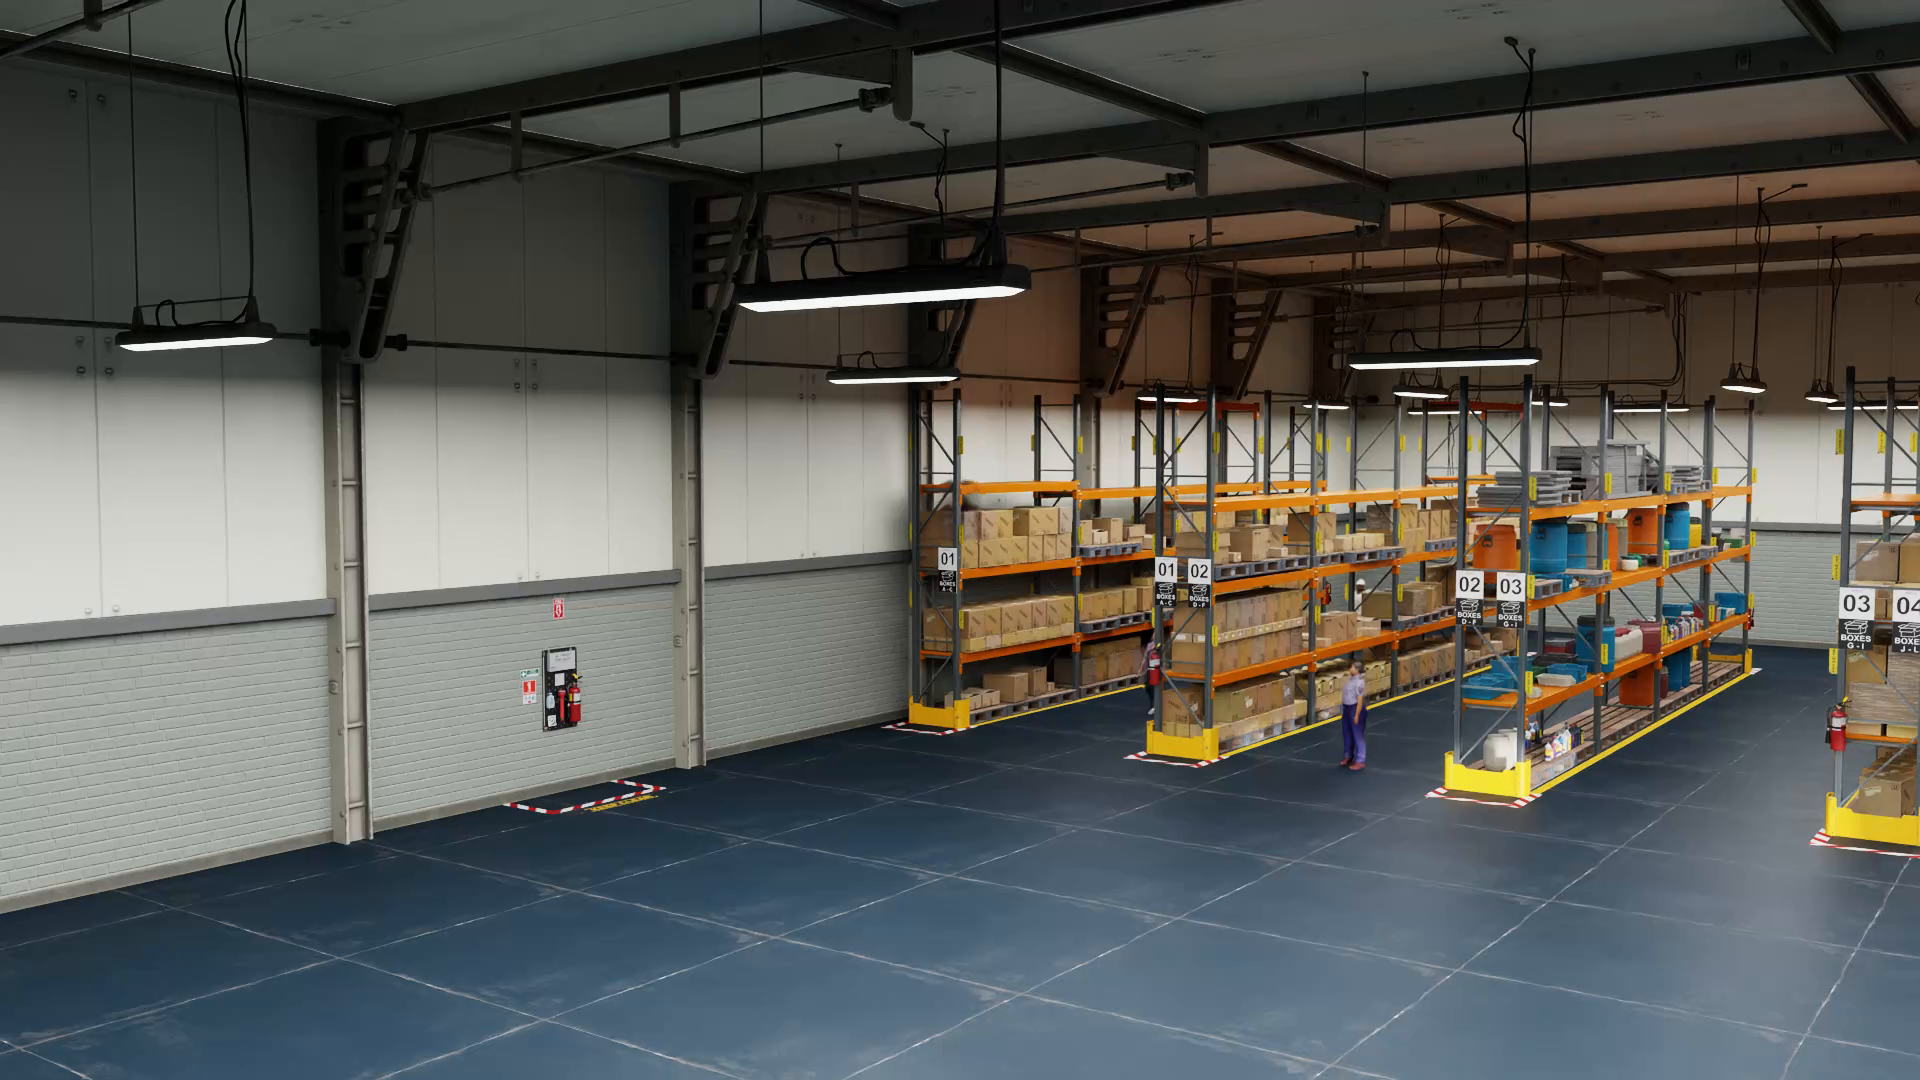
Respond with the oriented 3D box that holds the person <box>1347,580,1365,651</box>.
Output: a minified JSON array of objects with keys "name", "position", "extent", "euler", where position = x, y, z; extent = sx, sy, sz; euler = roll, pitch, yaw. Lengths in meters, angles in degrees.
[{"name":"person","position":[9.732,1.831,40.554],"extent":[0.605,1.729,1.013],"euler":[3,4,41]}]

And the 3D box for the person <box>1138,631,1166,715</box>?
[{"name":"person","position":[3.612,2.455,31.078],"extent":[0.498,1.535,0.868],"euler":[1,4,22]}]

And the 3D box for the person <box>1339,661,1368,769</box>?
[{"name":"person","position":[6.130,2.707,25.870],"extent":[0.359,1.643,0.514],"euler":[-1,3,-16]}]
